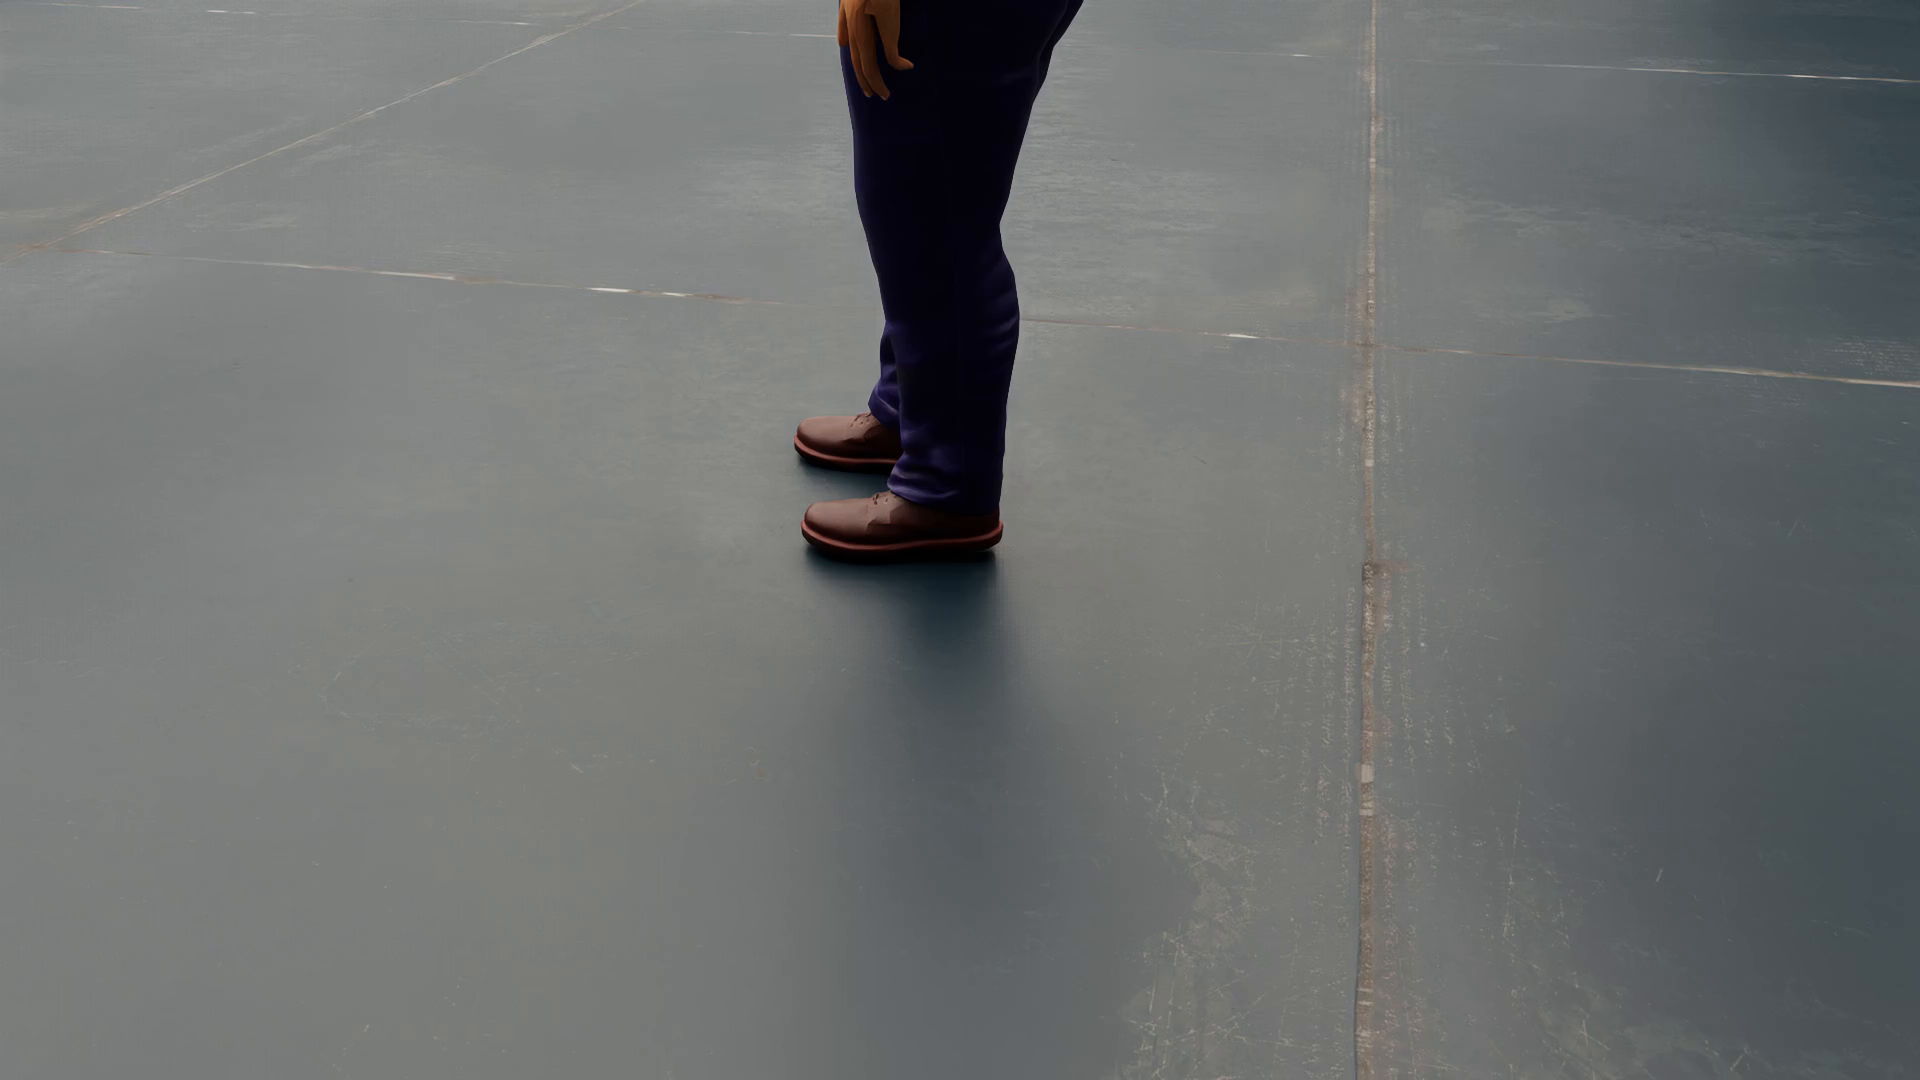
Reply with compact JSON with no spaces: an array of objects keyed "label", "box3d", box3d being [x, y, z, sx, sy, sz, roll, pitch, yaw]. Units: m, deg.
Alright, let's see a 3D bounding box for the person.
[{"label":"person","box3d":[-0.083,-0.761,2.164,0.502,1.651,0.597,6,27,11]}]
